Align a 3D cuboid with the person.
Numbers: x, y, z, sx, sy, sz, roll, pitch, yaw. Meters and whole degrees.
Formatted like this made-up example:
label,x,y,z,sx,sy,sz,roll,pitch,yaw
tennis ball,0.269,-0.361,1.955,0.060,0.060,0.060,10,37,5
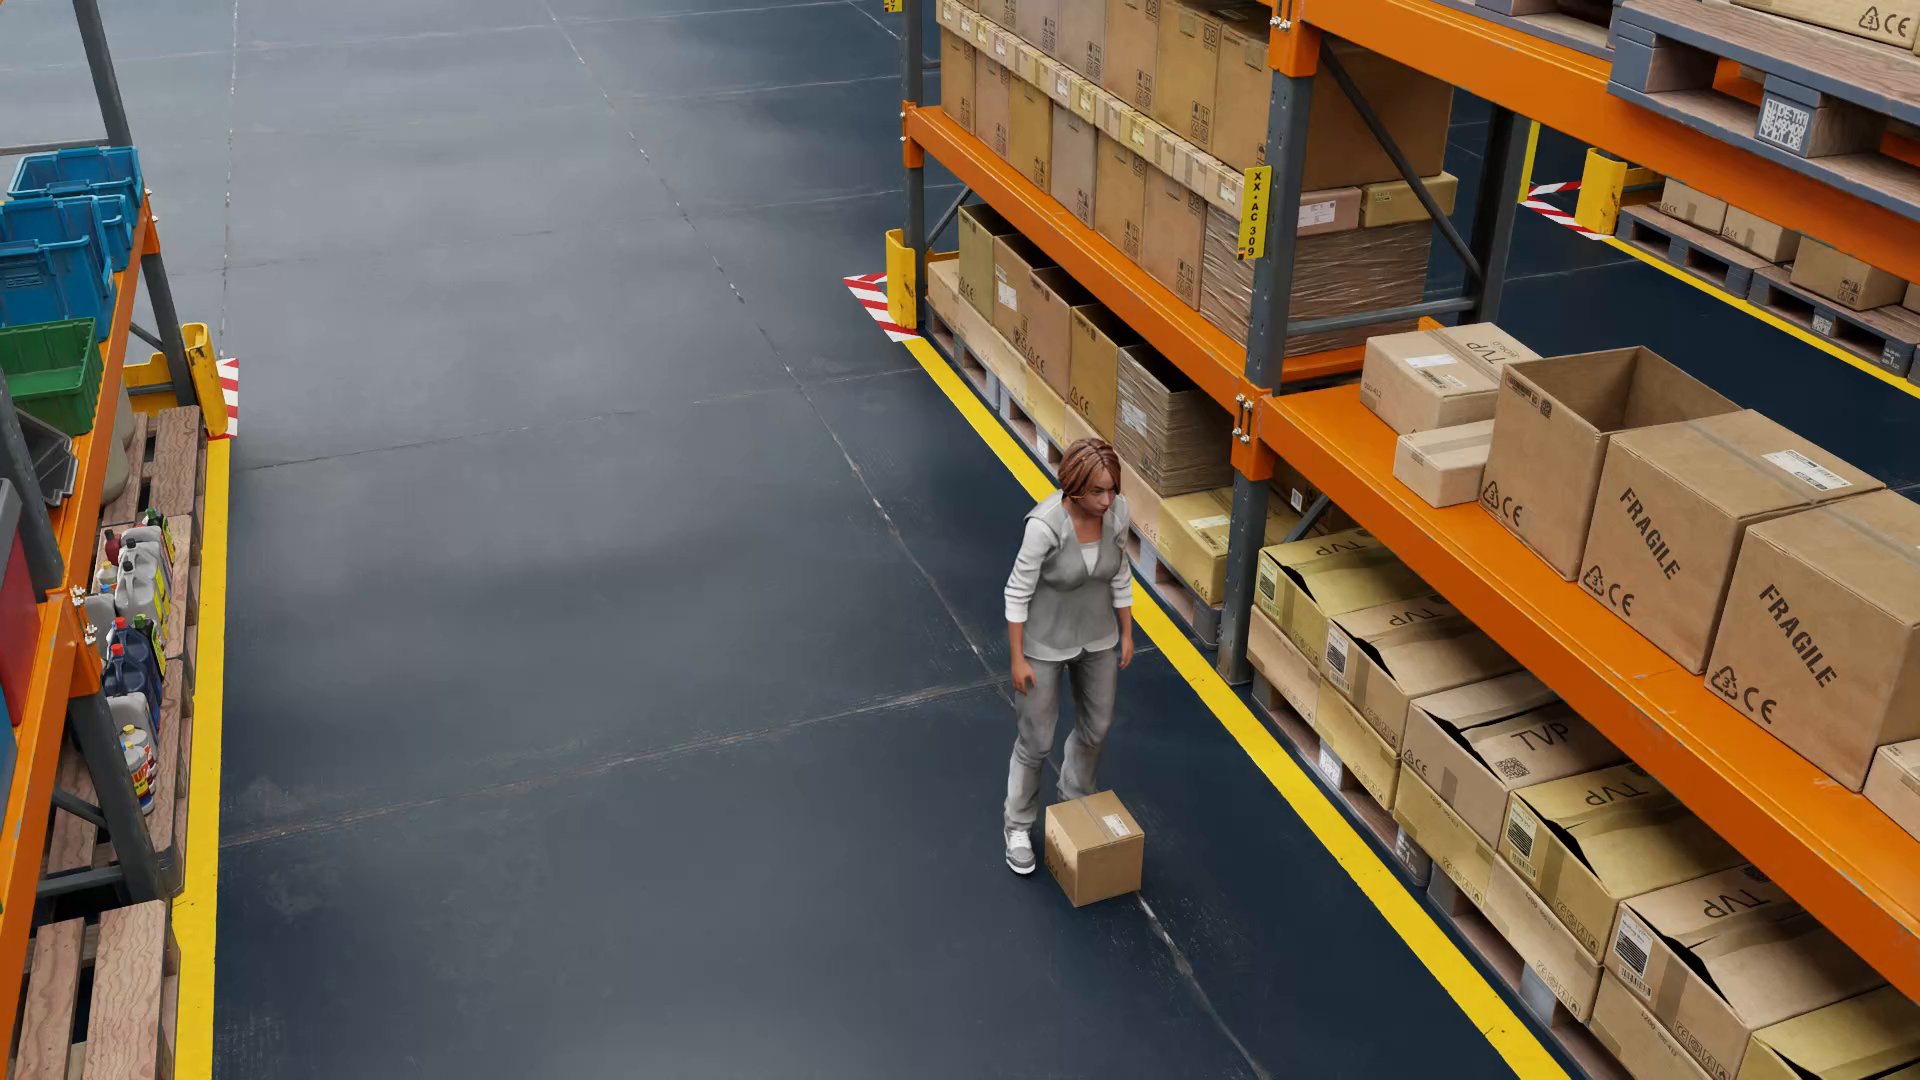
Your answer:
label,x,y,z,sx,sy,sz,roll,pitch,yaw
person,0.349,0.364,5.519,0.461,1.591,0.345,-11,32,-18
